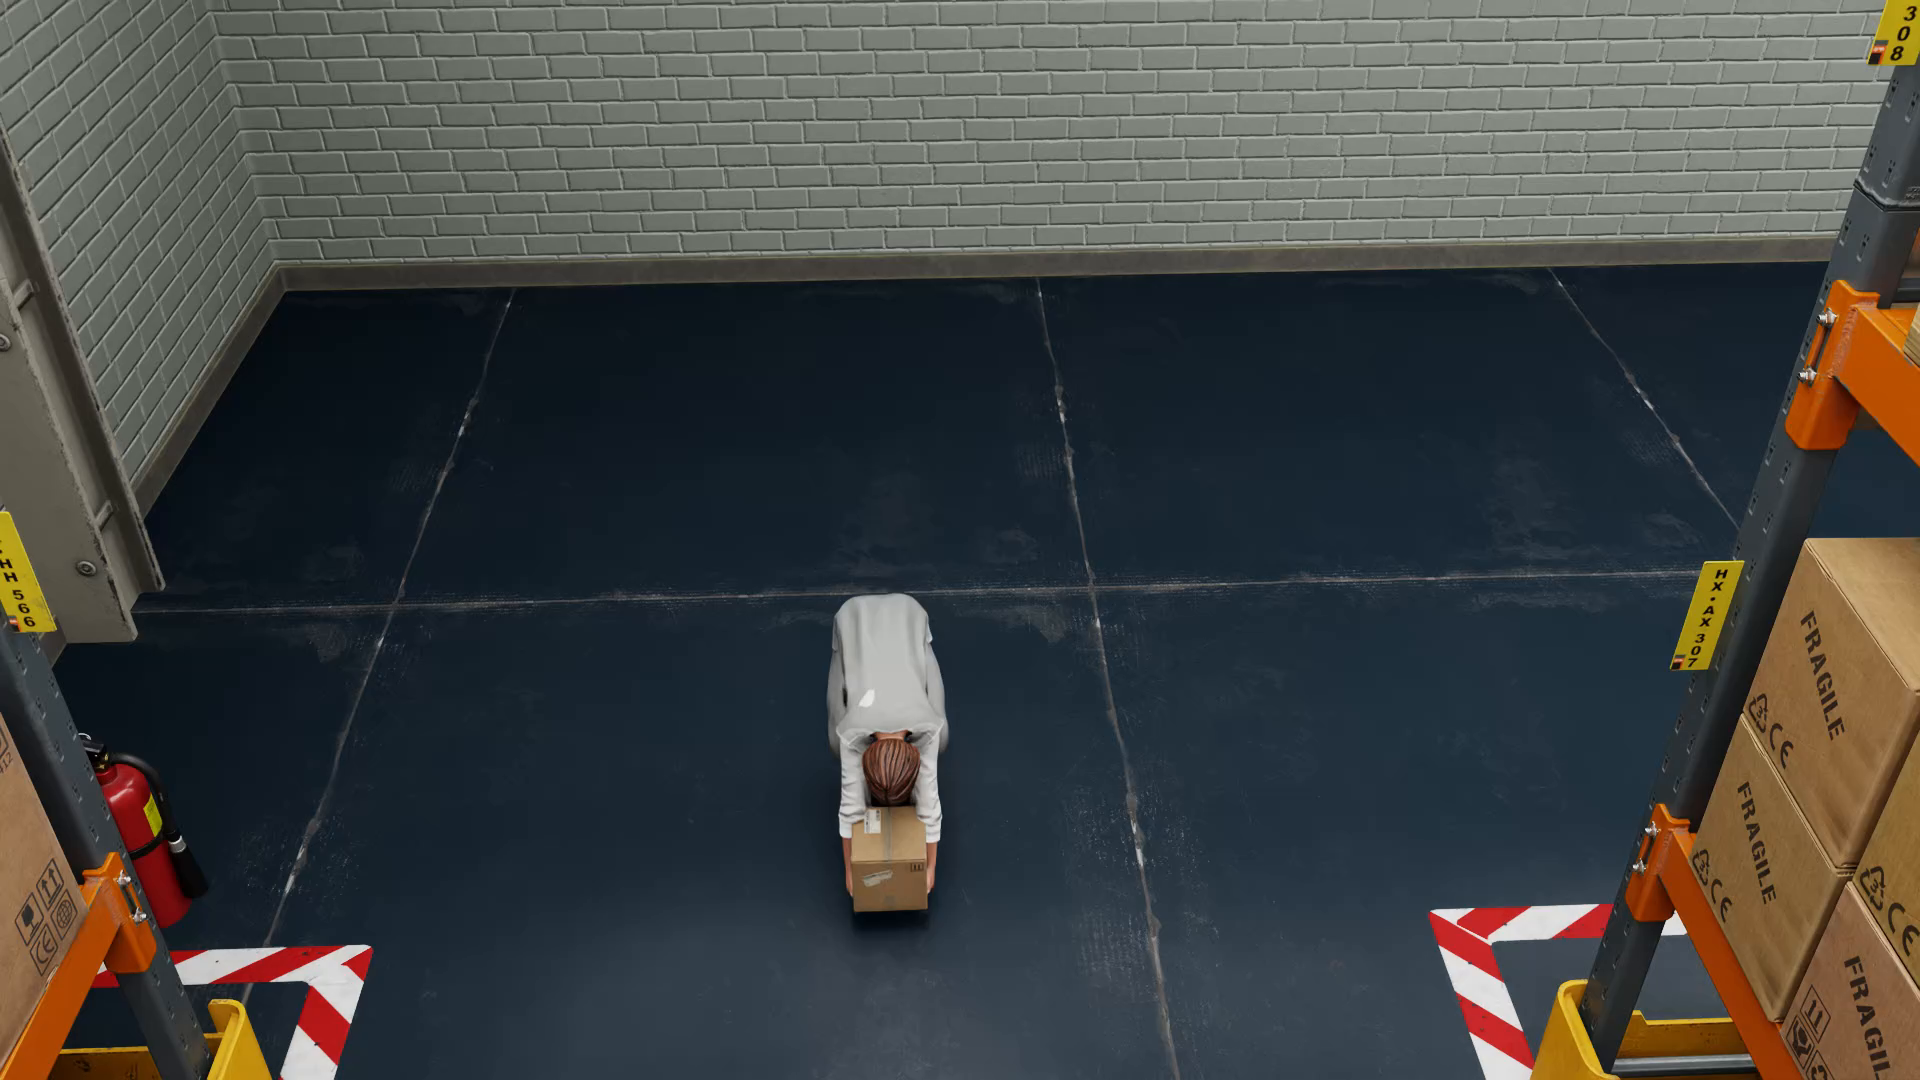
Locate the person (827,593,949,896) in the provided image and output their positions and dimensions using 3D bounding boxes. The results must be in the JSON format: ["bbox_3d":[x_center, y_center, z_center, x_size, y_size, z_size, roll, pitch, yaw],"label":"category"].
[{"bbox_3d":[-0.244,0.708,5.768,0.420,0.898,0.855,-3,36,-4],"label":"person"}]
